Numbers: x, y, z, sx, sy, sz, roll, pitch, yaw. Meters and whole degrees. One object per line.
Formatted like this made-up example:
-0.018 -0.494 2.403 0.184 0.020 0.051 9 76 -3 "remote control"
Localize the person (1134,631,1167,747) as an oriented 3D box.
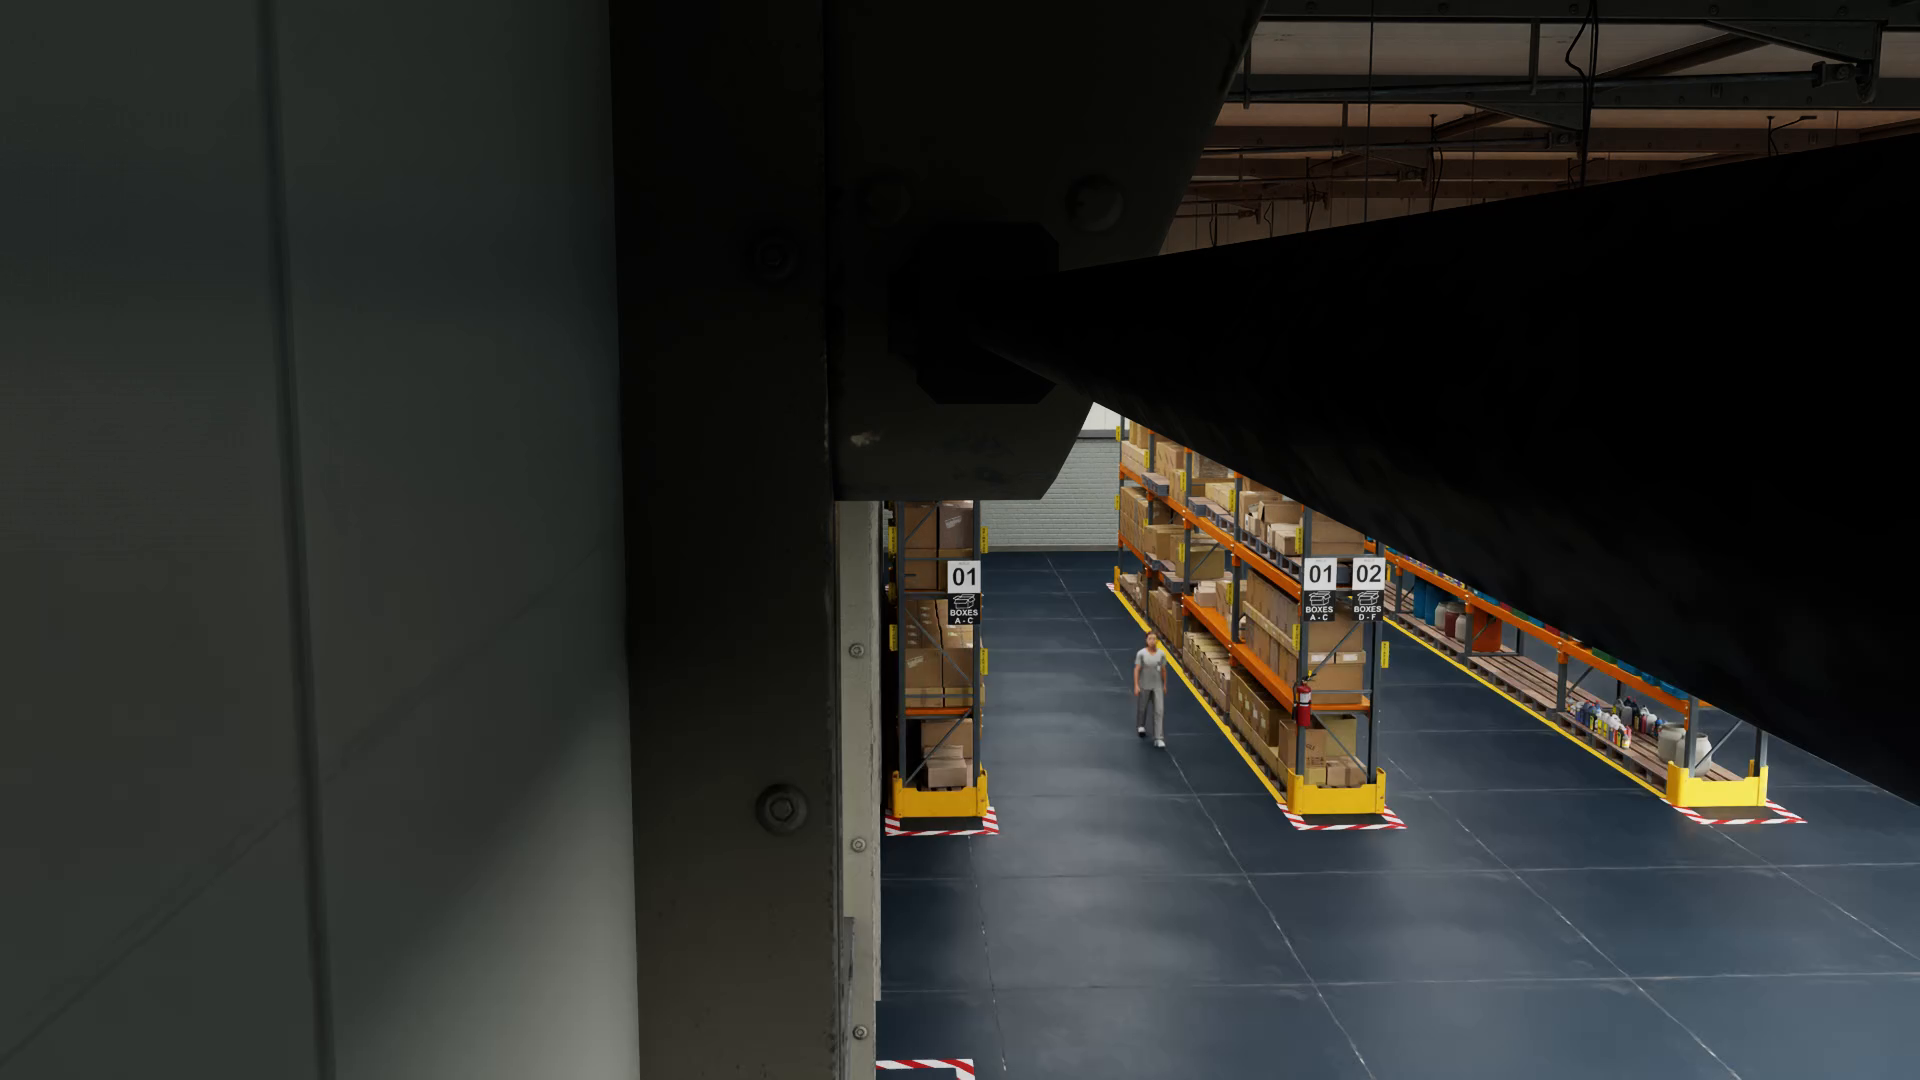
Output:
2.733 2.100 23.861 0.520 1.610 1.082 -1 8 -5 "person"
